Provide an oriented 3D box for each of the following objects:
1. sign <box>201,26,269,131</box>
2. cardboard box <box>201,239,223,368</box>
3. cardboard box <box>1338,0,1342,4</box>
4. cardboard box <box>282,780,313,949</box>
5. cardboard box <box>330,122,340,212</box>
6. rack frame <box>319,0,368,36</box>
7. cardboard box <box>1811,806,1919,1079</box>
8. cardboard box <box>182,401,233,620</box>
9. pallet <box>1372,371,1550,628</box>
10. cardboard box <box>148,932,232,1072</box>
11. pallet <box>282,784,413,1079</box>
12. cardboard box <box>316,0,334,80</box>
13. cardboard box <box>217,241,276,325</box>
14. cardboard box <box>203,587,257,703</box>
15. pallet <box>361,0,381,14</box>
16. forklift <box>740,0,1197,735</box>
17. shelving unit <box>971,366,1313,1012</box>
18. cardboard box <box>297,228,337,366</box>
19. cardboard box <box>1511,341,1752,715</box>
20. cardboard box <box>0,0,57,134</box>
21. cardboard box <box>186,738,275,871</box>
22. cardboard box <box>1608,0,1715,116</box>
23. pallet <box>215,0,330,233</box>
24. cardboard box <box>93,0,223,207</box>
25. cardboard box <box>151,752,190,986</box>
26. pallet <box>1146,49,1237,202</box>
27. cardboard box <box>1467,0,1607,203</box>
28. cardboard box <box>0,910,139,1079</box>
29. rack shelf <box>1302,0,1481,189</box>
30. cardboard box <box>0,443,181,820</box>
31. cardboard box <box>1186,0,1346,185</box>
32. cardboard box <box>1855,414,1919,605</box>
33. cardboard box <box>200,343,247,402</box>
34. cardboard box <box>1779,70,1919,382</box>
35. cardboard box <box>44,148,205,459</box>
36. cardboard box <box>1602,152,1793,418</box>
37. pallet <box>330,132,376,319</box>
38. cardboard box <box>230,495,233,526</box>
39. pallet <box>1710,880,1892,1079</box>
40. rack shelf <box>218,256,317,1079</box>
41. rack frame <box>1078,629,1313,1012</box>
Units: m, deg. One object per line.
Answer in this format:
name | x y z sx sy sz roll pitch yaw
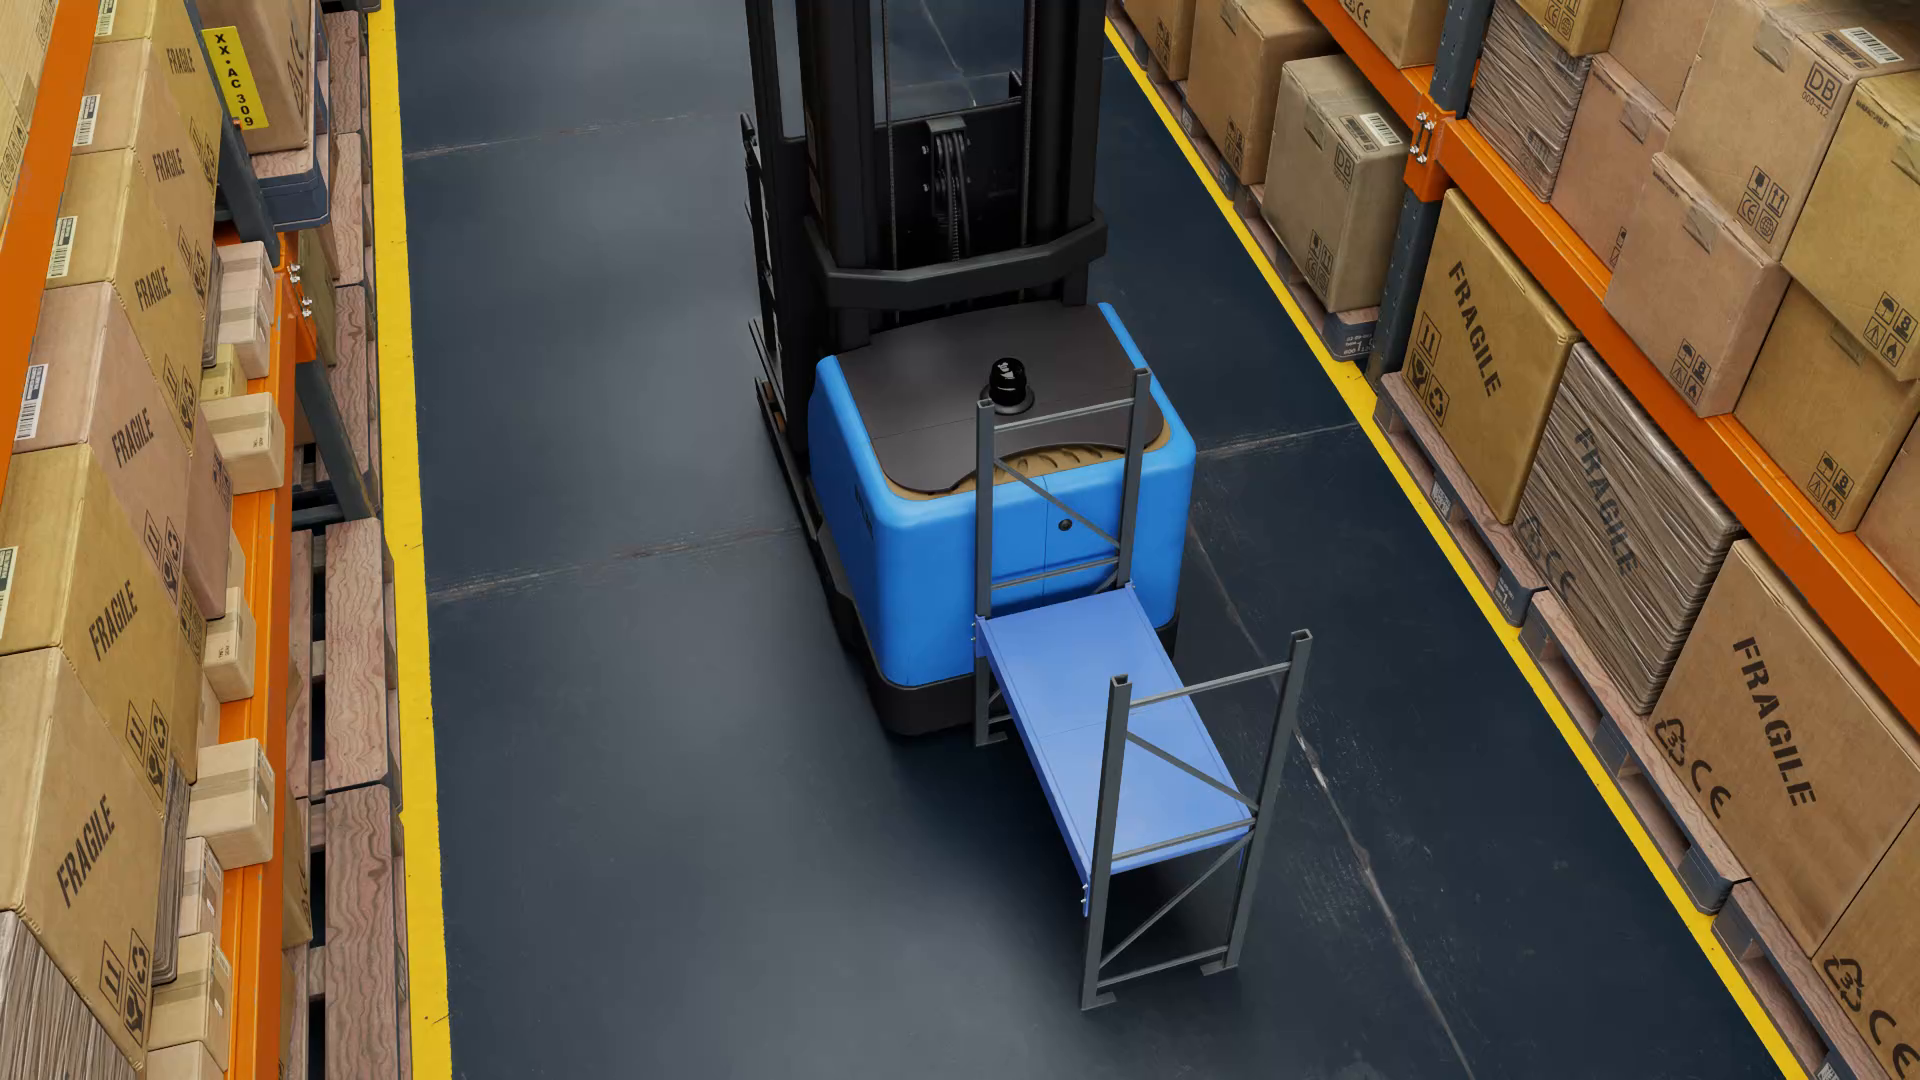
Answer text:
sign | -2.121 -1.346 4.863 0.100 0.325 0.005 -11 47 -10
cardboard box | -2.588 -0.756 4.612 0.875 0.500 0.500 -11 47 -10
cardboard box | 1.656 -2.471 6.501 0.500 0.500 0.500 -11 47 -11
cardboard box | -2.191 0.881 4.742 0.500 0.500 0.500 -15 47 -14
cardboard box | -3.171 -1.750 7.307 0.700 0.500 0.500 -7 46 -7
rack frame | -3.668 -3.700 7.776 1.000 3.000 0.127 -11 47 -10
cardboard box | 2.963 1.127 4.239 0.875 0.875 0.875 -10 47 -10
cardboard box | -2.269 -0.077 3.947 0.875 0.500 0.500 -11 47 -10
pallet | 2.296 -0.260 6.357 1.003 0.211 1.213 -11 47 -10
cardboard box | -1.698 0.977 3.369 0.380 0.149 0.250 -11 47 -10
pallet | -2.122 1.339 4.790 1.003 0.211 1.213 -11 47 -10
cardboard box | -3.477 -2.520 8.062 0.700 0.500 0.500 -13 47 -12
cardboard box | -2.304 -0.756 5.066 0.380 0.149 0.250 -11 47 -10
cardboard box | -1.935 0.282 4.049 0.380 0.149 0.250 -11 47 -10
pallet | -3.797 -3.282 9.319 1.003 0.211 1.213 -11 47 -10
forklift | -0.186 -1.452 5.621 1.130 2.935 3.031 -13 47 -12
shelving unit | 0.439 0.452 4.757 0.538 1.500 1.048 -13 47 -12
cardboard box | -2.884 -0.978 6.551 0.700 0.500 0.500 -11 47 -11
cardboard box | 2.505 -0.110 5.451 0.875 0.875 0.875 -10 46 -10
cardboard box | -2.015 -0.956 3.091 0.500 0.250 0.500 -11 47 -11
cardboard box | -1.752 0.617 3.721 0.380 0.149 0.250 -11 47 -10
cardboard box | 2.491 -1.587 4.844 0.875 0.550 0.550 -11 47 -10
pallet | -2.699 -1.426 5.681 1.003 0.211 1.213 -11 47 -10
cardboard box | -2.262 -1.167 4.315 0.500 0.500 0.500 -11 47 -10
cardboard box | -2.064 0.623 3.261 0.875 0.500 0.500 -11 47 -10
pallet | 1.591 -2.162 8.221 1.003 0.211 1.213 -11 47 -10
cardboard box | 2.283 -1.576 5.589 0.875 0.550 0.550 -11 47 -10
cardboard box | -1.497 0.904 2.285 0.500 0.500 0.500 -11 47 -10
rack shelf | 1.665 -2.905 7.500 1.077 0.370 4.000 -11 47 -10
cardboard box | -1.748 0.213 2.963 0.500 0.500 0.500 -11 47 -10
cardboard box | 1.688 -2.214 7.601 1.050 0.750 0.750 -11 47 -10
cardboard box | 2.878 -0.100 4.143 0.875 0.550 0.550 -11 47 -10
cardboard box | -2.244 -0.398 4.716 0.380 0.149 0.250 -11 47 -10
cardboard box | 2.640 -0.824 4.096 0.875 0.550 0.500 -11 47 -10
cardboard box | -2.006 -0.477 3.639 0.500 0.500 0.500 -11 47 -10
cardboard box | 2.470 -0.806 4.834 0.875 0.550 0.550 -11 47 -10
pallet | -3.160 -1.344 7.419 1.003 0.211 1.213 -11 47 -10
cardboard box | -2.135 -0.049 4.374 0.380 0.149 0.250 -11 47 -10
pallet | 2.921 1.424 4.706 1.003 0.211 1.213 -11 47 -10
rack shelf | -2.132 0.694 3.973 1.077 0.370 4.000 -11 47 -10
rack frame | 0.590 0.798 4.417 0.500 1.500 0.032 -13 47 -12
